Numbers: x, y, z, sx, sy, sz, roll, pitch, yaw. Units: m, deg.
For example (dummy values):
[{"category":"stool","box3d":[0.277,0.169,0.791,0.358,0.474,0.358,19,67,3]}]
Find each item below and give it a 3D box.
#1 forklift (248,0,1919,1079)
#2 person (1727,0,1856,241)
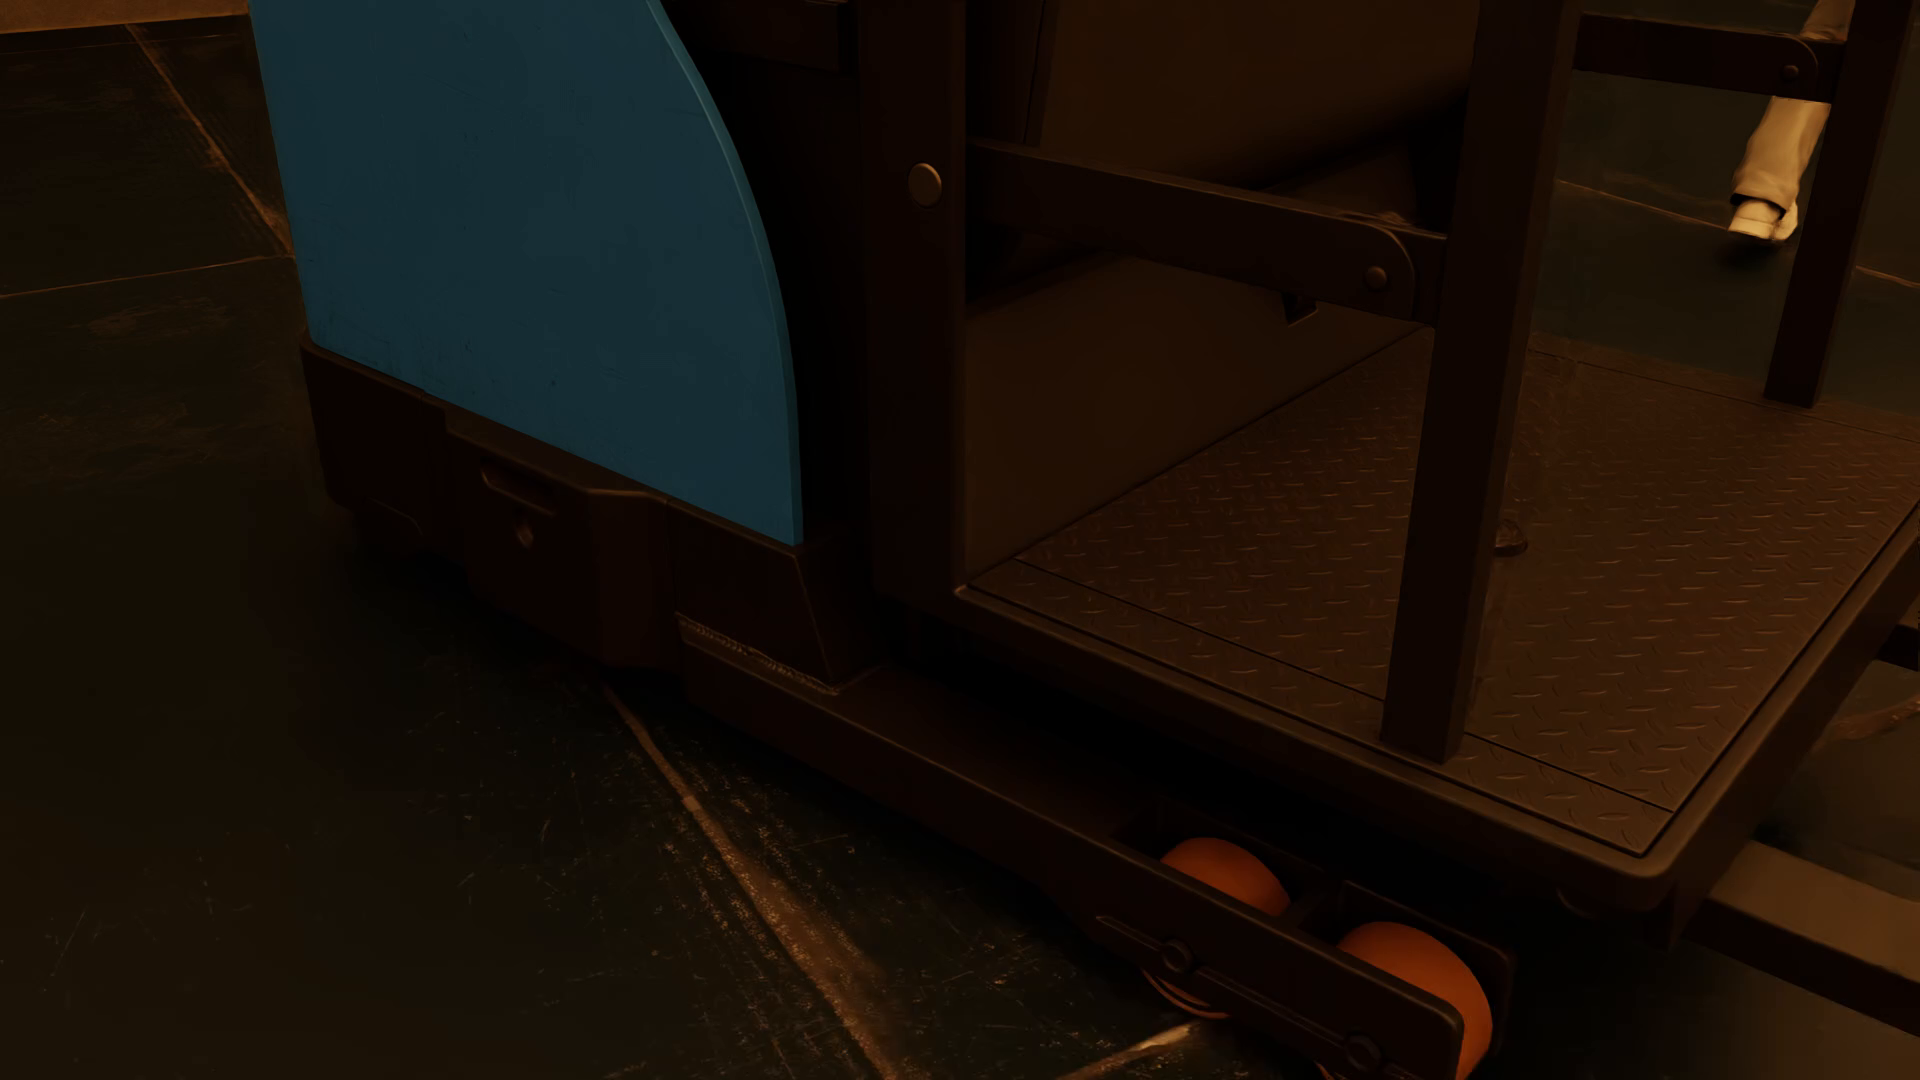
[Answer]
[{"category":"forklift","box3d":[0.497,-1.064,1.358,3.031,2.935,1.130,21,34,35]},{"category":"person","box3d":[2.179,-1.252,3.406,0.942,1.611,0.532,12,29,22]}]
